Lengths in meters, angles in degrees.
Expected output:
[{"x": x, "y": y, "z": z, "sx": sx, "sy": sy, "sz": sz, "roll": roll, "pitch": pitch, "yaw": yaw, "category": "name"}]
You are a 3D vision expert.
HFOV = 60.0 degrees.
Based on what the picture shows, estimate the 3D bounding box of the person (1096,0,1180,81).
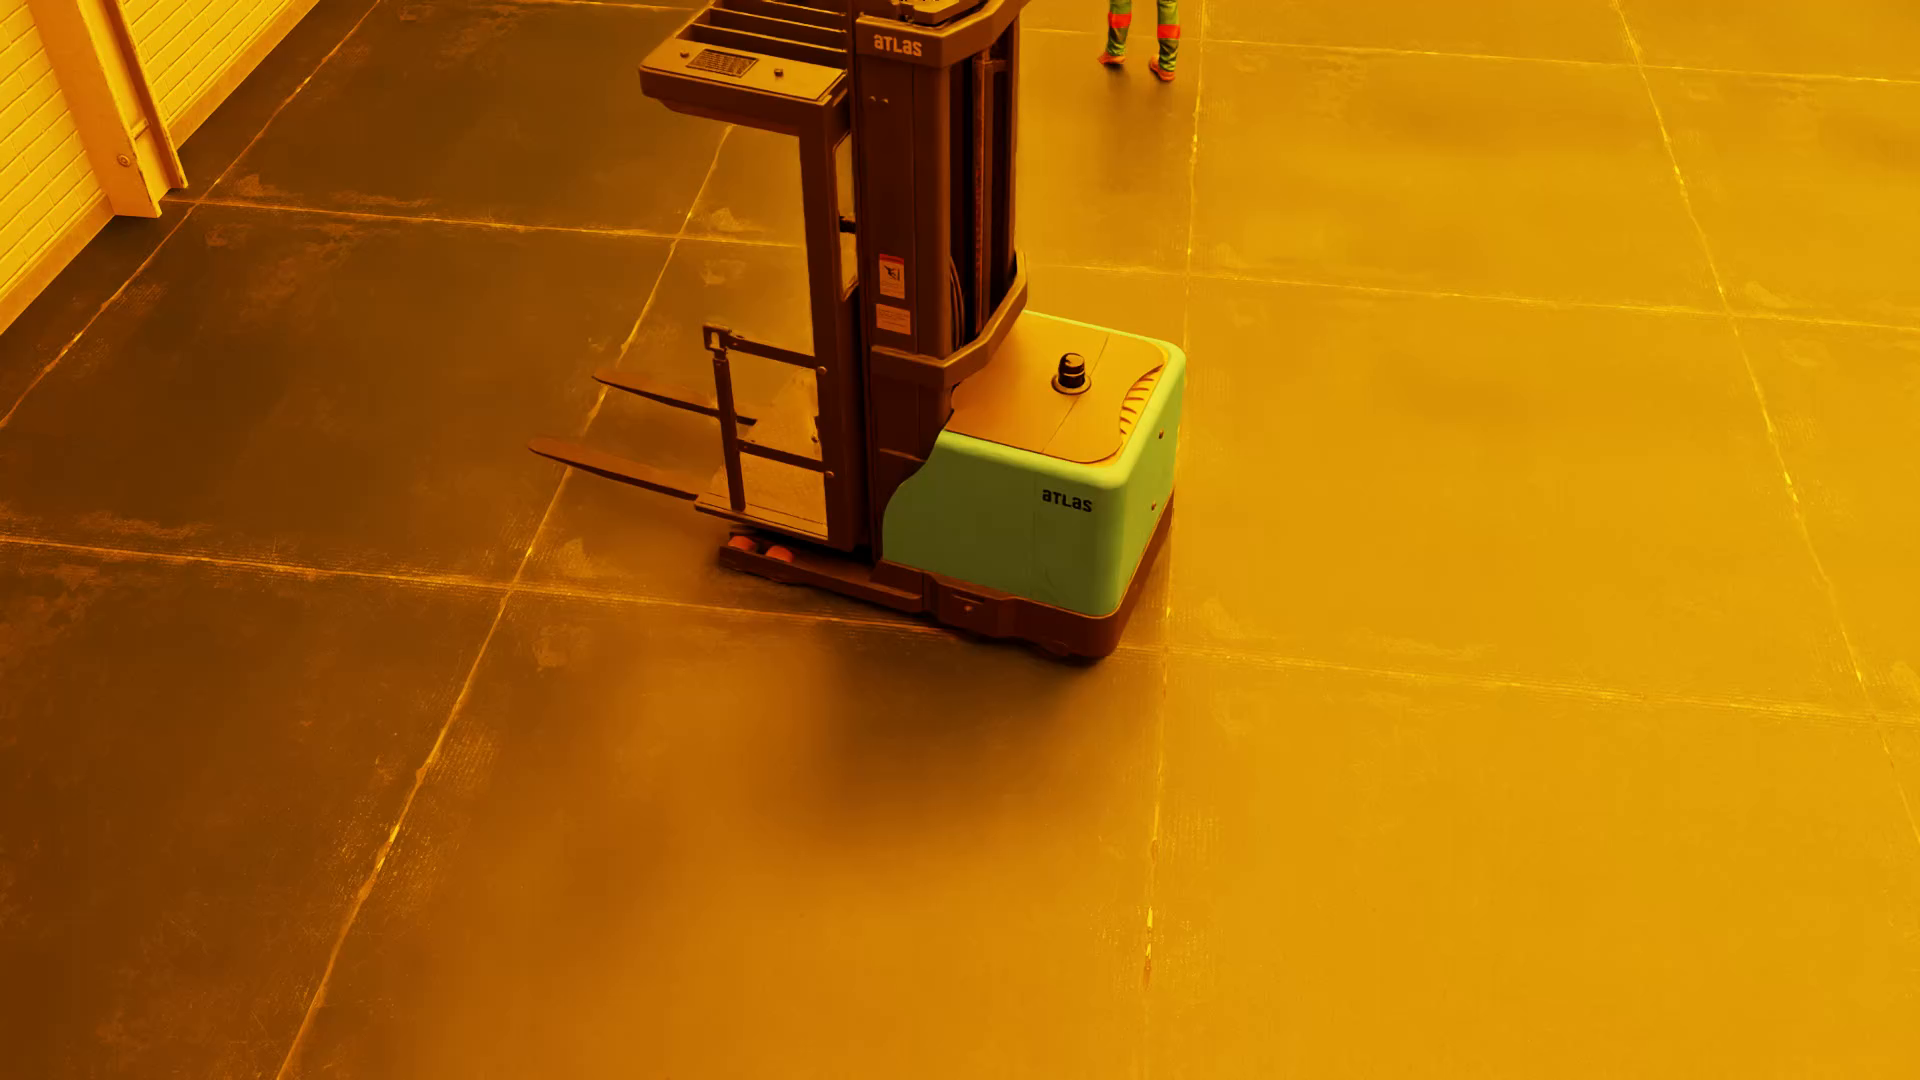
[{"x": 1.274, "y": -3.893, "z": 10.869, "sx": 0.640, "sy": 1.826, "sz": 0.537, "roll": -12, "pitch": 44, "yaw": -13, "category": "person"}]

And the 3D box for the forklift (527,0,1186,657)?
[{"x": -0.573, "y": -1.202, "z": 7.033, "sx": 3.031, "sy": 2.935, "sz": 1.130, "roll": 15, "pitch": 45, "yaw": 16, "category": "forklift"}]
